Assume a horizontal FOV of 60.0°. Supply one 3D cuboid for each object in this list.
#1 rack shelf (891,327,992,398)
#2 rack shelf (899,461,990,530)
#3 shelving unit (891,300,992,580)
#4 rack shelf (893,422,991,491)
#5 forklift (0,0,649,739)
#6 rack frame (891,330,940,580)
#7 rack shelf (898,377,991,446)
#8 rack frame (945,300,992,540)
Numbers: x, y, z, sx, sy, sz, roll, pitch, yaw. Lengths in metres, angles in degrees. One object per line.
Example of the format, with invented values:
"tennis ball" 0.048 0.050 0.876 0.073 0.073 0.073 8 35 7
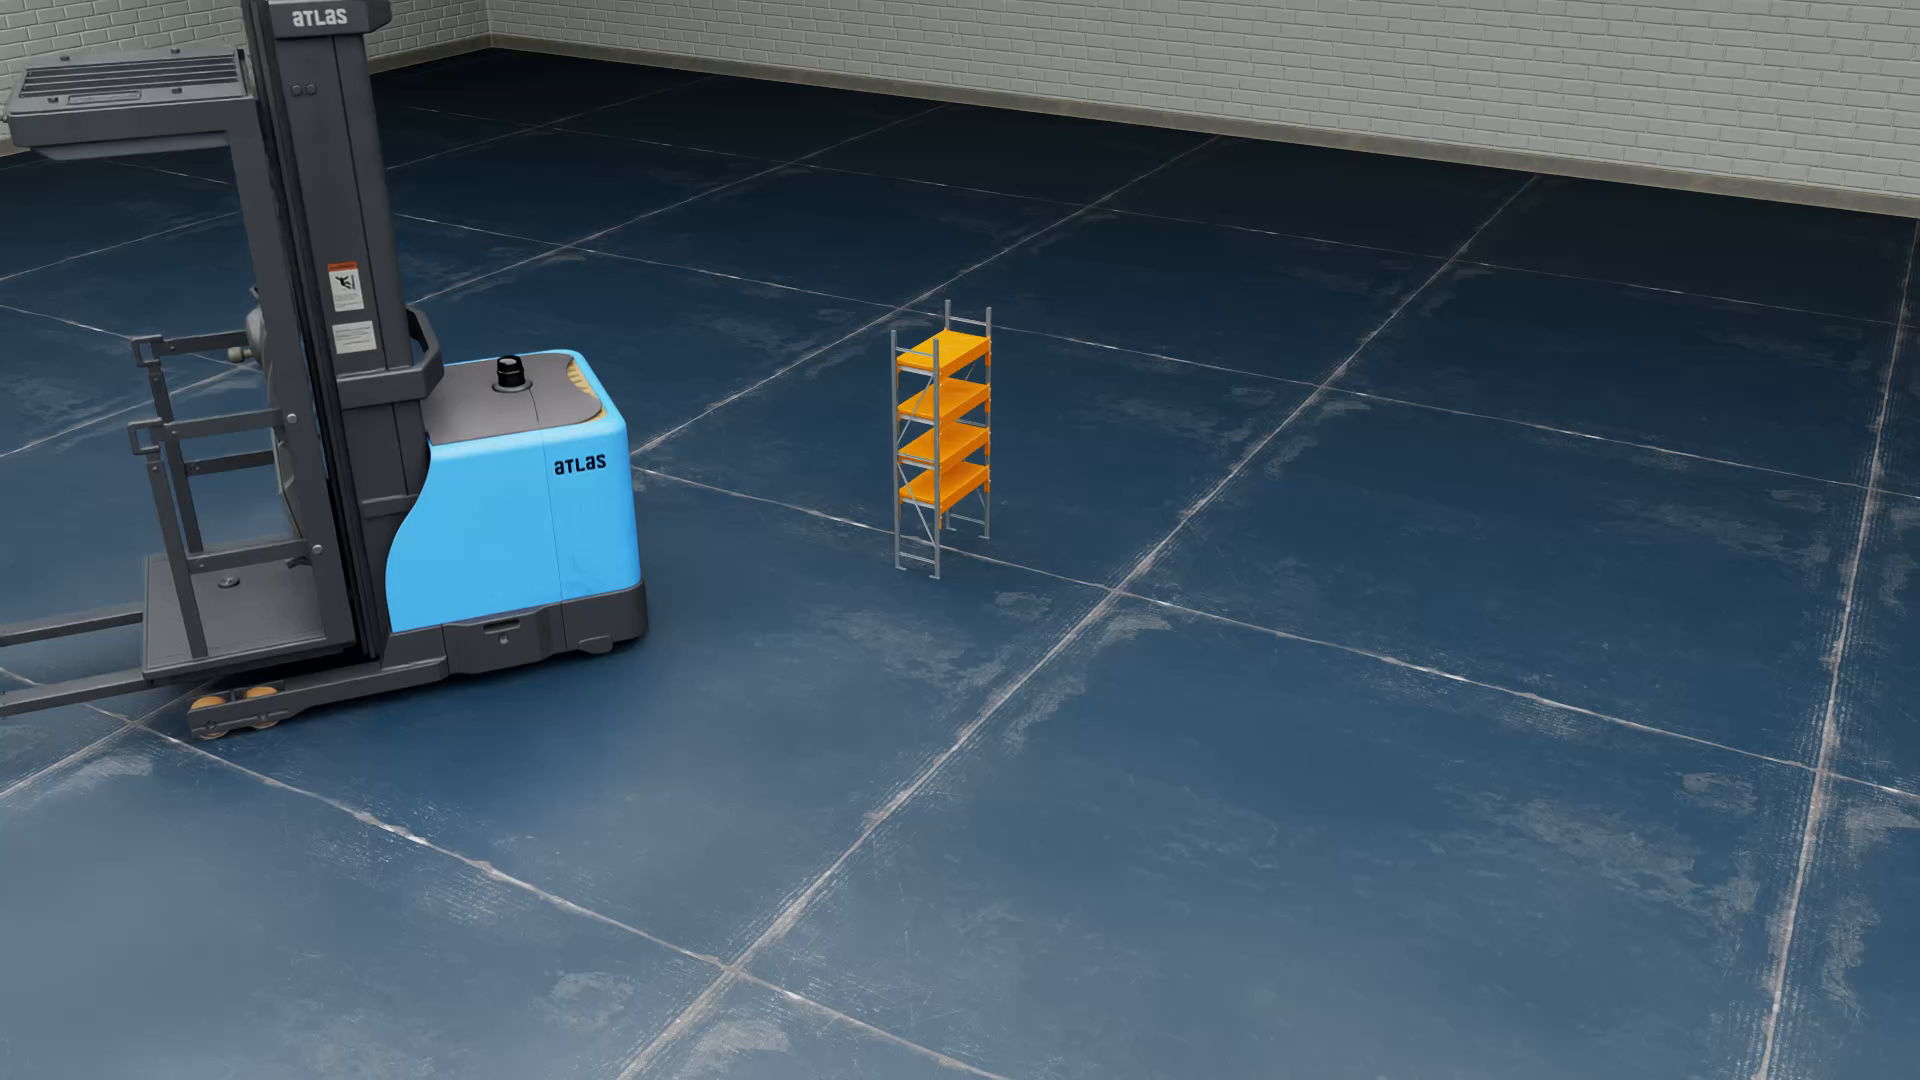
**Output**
"rack shelf" -0.081 -0.823 7.677 0.258 0.148 0.480 14 30 26
"rack shelf" -0.081 -0.234 7.972 0.258 0.148 0.480 14 30 26
"shelving unit" -0.081 -0.472 7.853 0.258 1.200 0.503 14 30 26
"rack shelf" -0.081 -0.412 7.883 0.258 0.148 0.480 14 30 26
"forklift" -2.936 -0.783 6.541 3.031 2.935 1.130 -11 29 -21
"rack frame" -0.201 -0.377 7.663 0.240 1.200 0.015 14 30 26
"rack shelf" -0.081 -0.612 7.783 0.258 0.148 0.480 14 30 26
"rack frame" 0.039 -0.567 8.043 0.240 1.200 0.015 14 30 26
